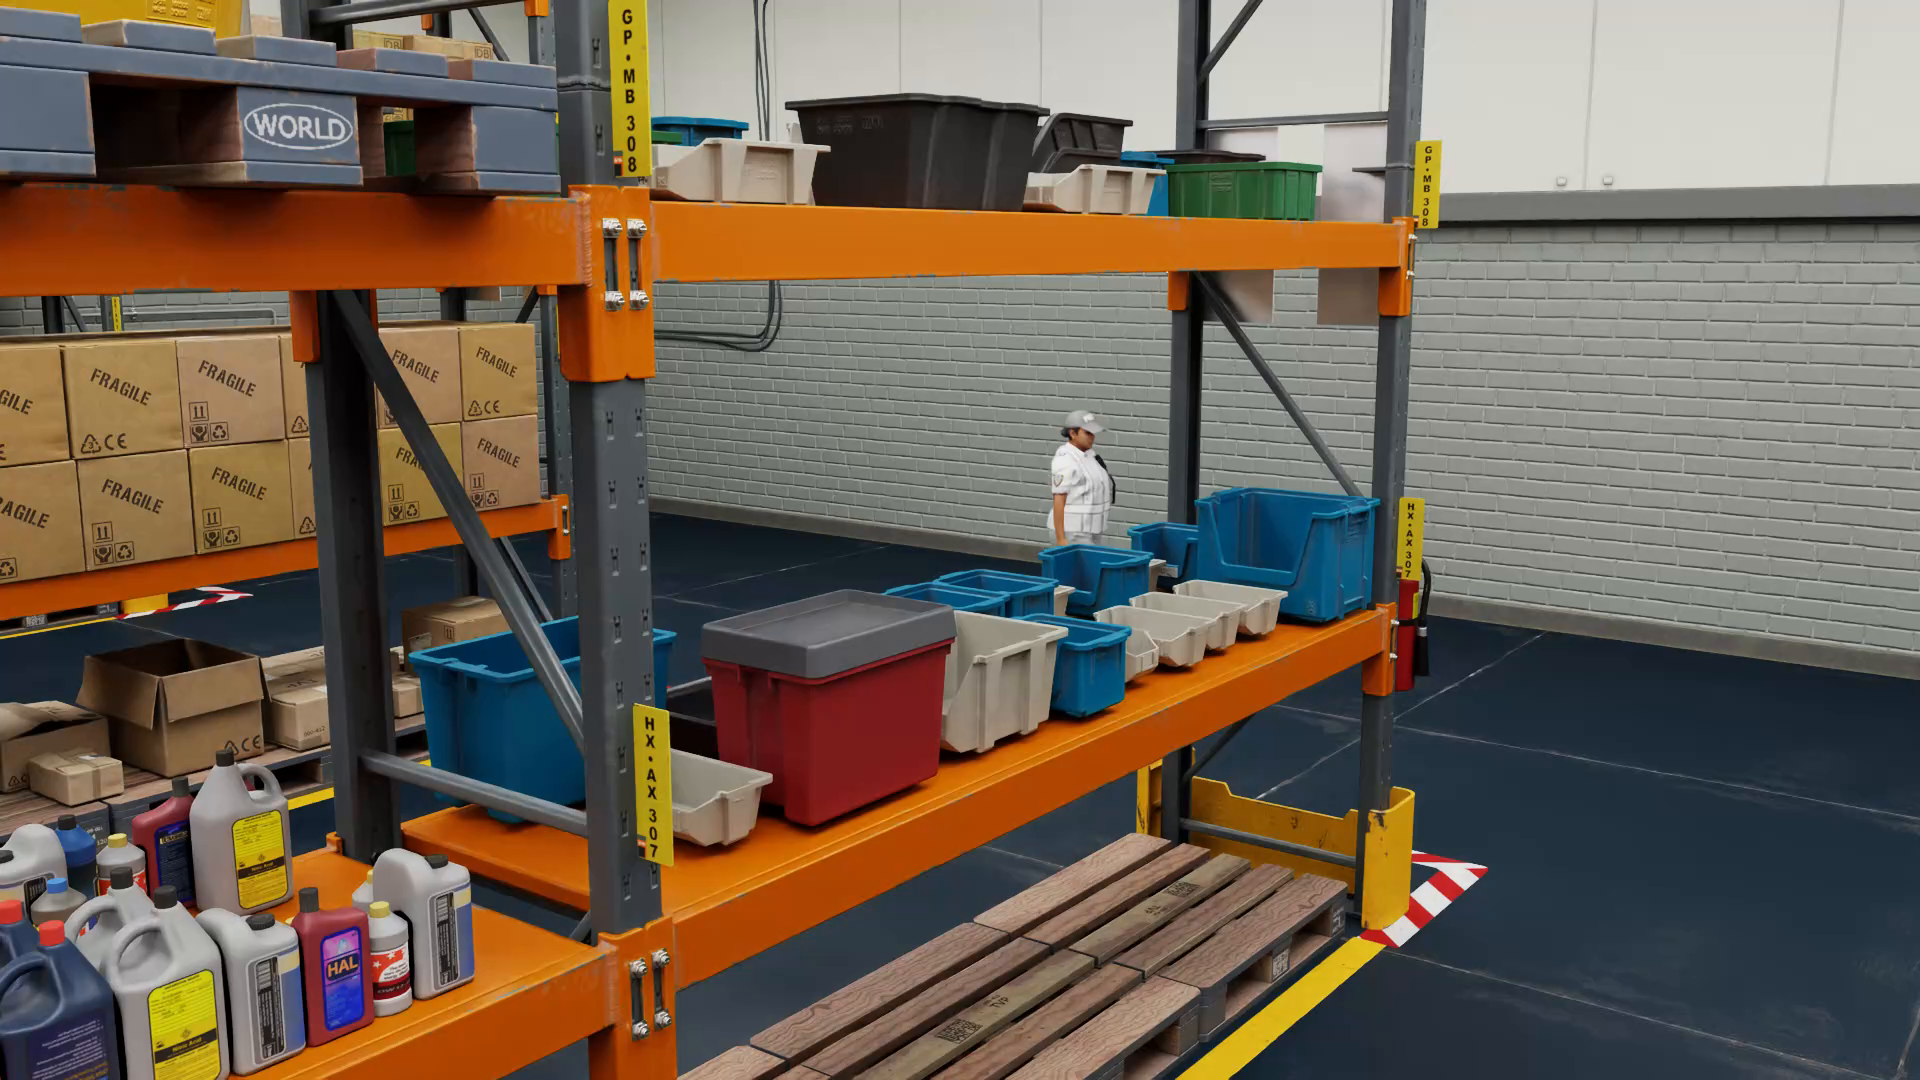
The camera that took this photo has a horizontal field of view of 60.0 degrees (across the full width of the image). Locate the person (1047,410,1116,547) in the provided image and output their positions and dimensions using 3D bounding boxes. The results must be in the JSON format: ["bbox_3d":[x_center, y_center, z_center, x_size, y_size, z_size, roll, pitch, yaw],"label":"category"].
[{"bbox_3d":[0.849,-0.033,11.061,0.662,1.661,0.487,6,11,29],"label":"person"}]
